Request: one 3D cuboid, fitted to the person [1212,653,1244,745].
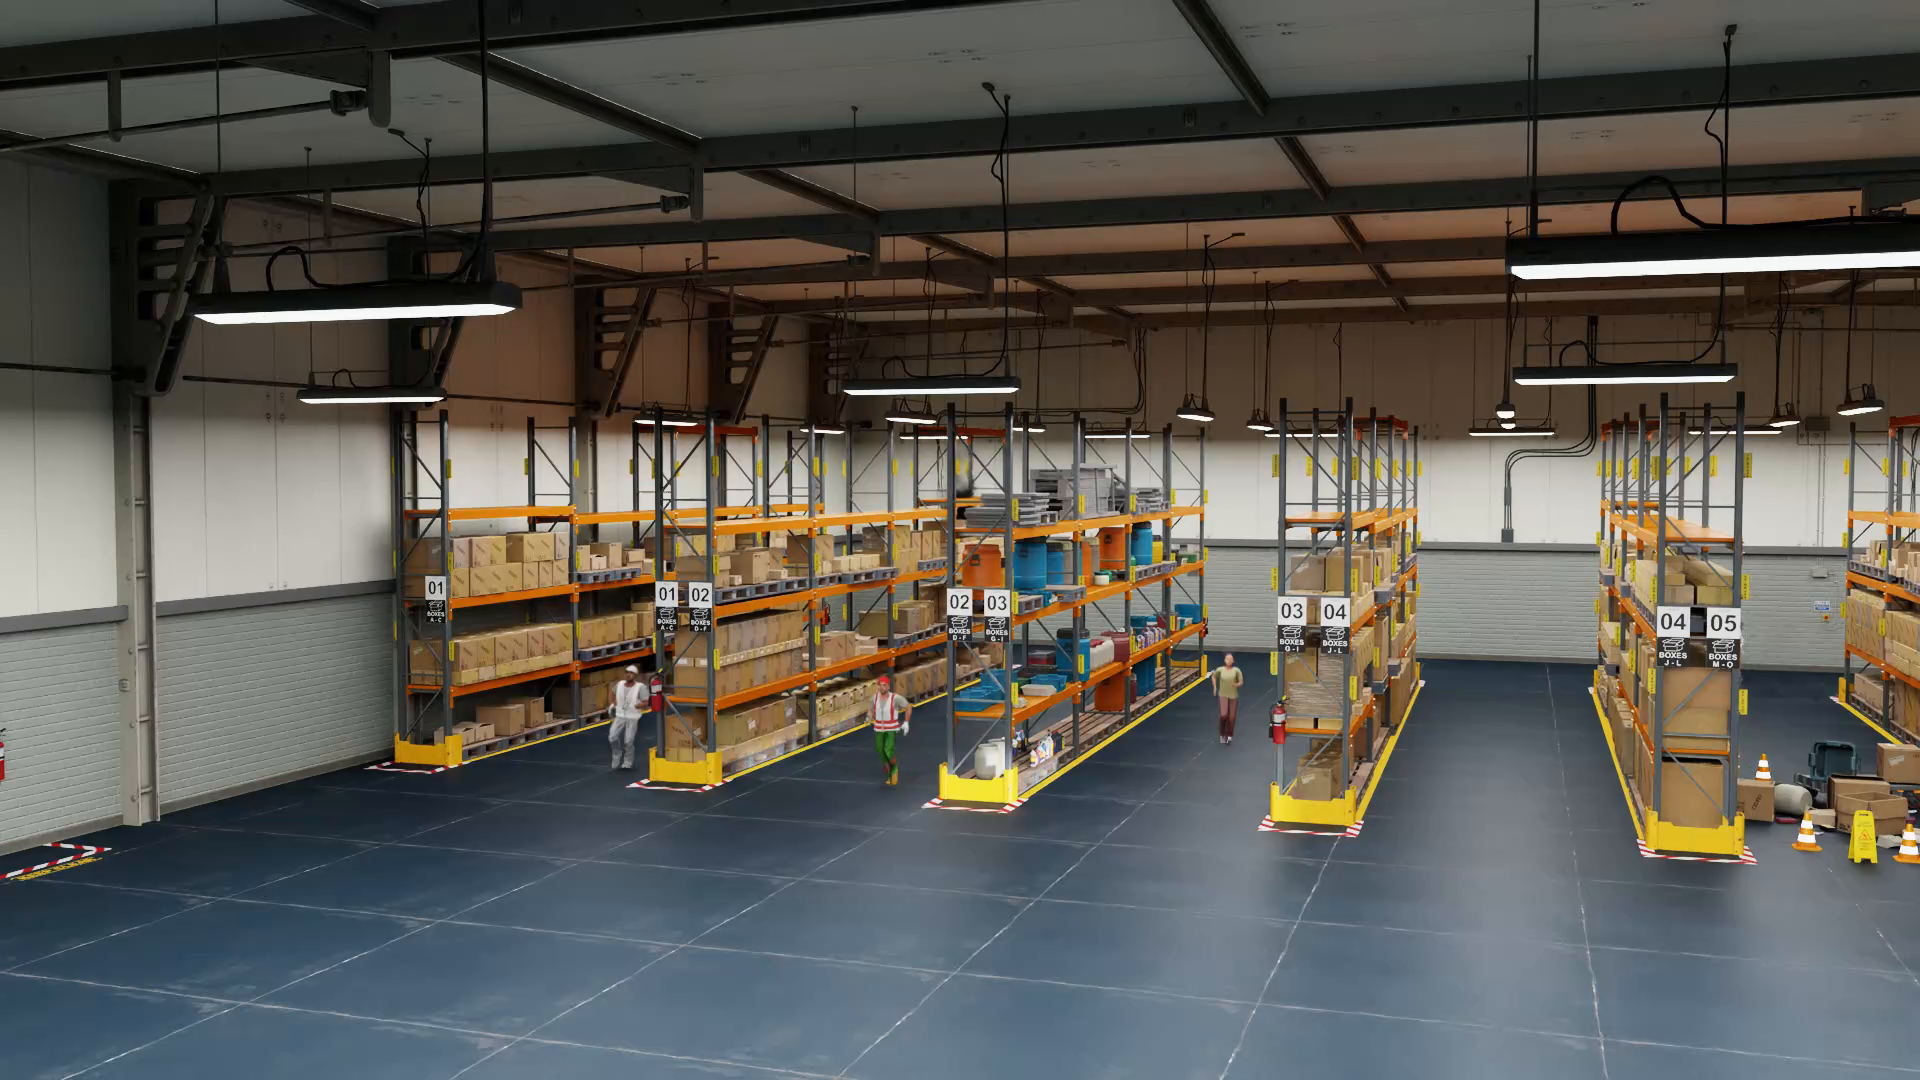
[{"bbox_3d":[4.858,2.873,30.129,0.548,1.671,0.670,0,2,4],"label":"person"}]

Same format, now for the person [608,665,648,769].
[{"bbox_3d":[-5.516,2.944,27.580,0.700,1.729,0.593,0,2,4],"label":"person"}]

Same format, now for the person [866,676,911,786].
[{"bbox_3d":[-1.162,2.999,26.076,0.677,1.735,0.700,1,3,22],"label":"person"}]
